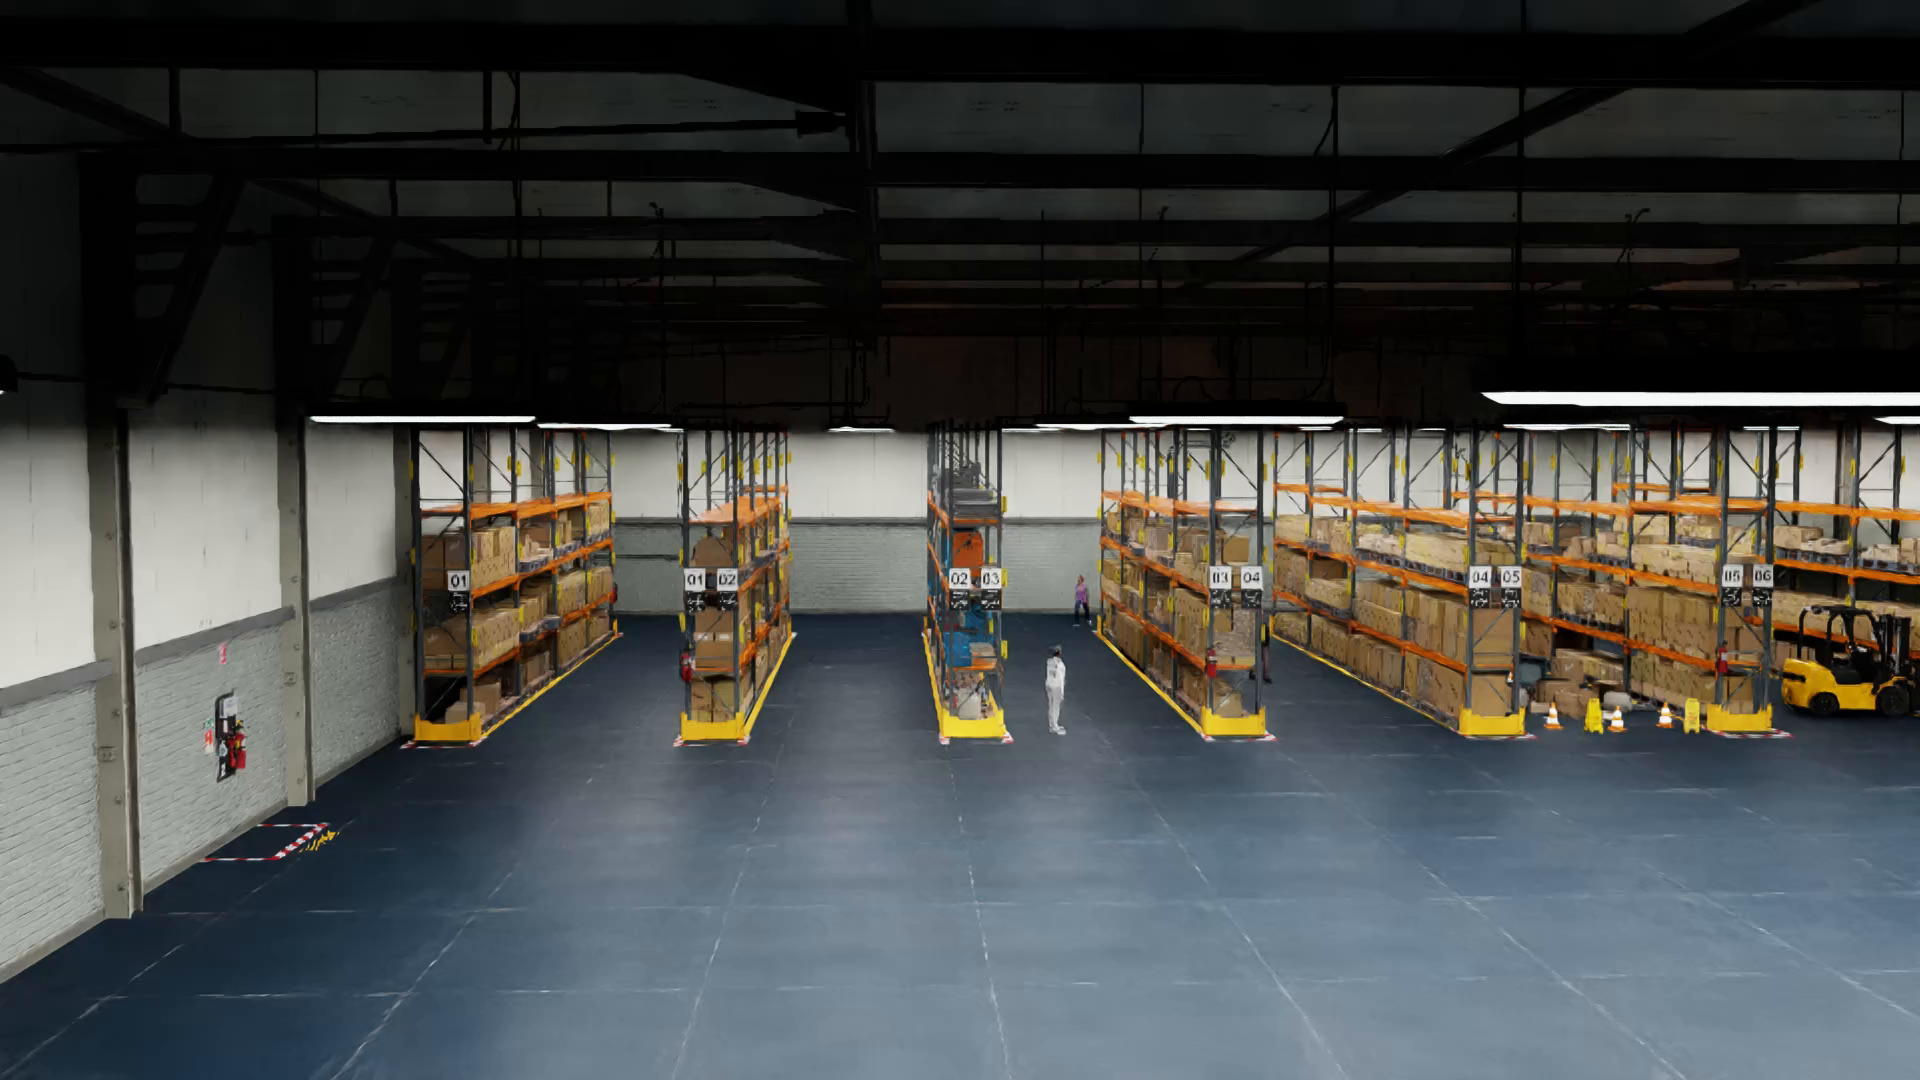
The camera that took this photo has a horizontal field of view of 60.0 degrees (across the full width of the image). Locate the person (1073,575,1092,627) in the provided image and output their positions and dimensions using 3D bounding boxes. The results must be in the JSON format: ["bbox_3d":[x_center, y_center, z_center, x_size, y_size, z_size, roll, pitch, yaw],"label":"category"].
[{"bbox_3d":[3.639,1.794,49.279,0.461,1.531,0.867,1,4,20],"label":"person"}]

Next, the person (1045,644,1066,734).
[{"bbox_3d":[1.862,2.835,31.777,0.426,1.684,0.553,-2,4,-29],"label":"person"}]

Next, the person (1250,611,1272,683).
[{"bbox_3d":[6.893,2.481,38.344,0.543,1.554,1.115,0,4,0],"label":"person"}]
